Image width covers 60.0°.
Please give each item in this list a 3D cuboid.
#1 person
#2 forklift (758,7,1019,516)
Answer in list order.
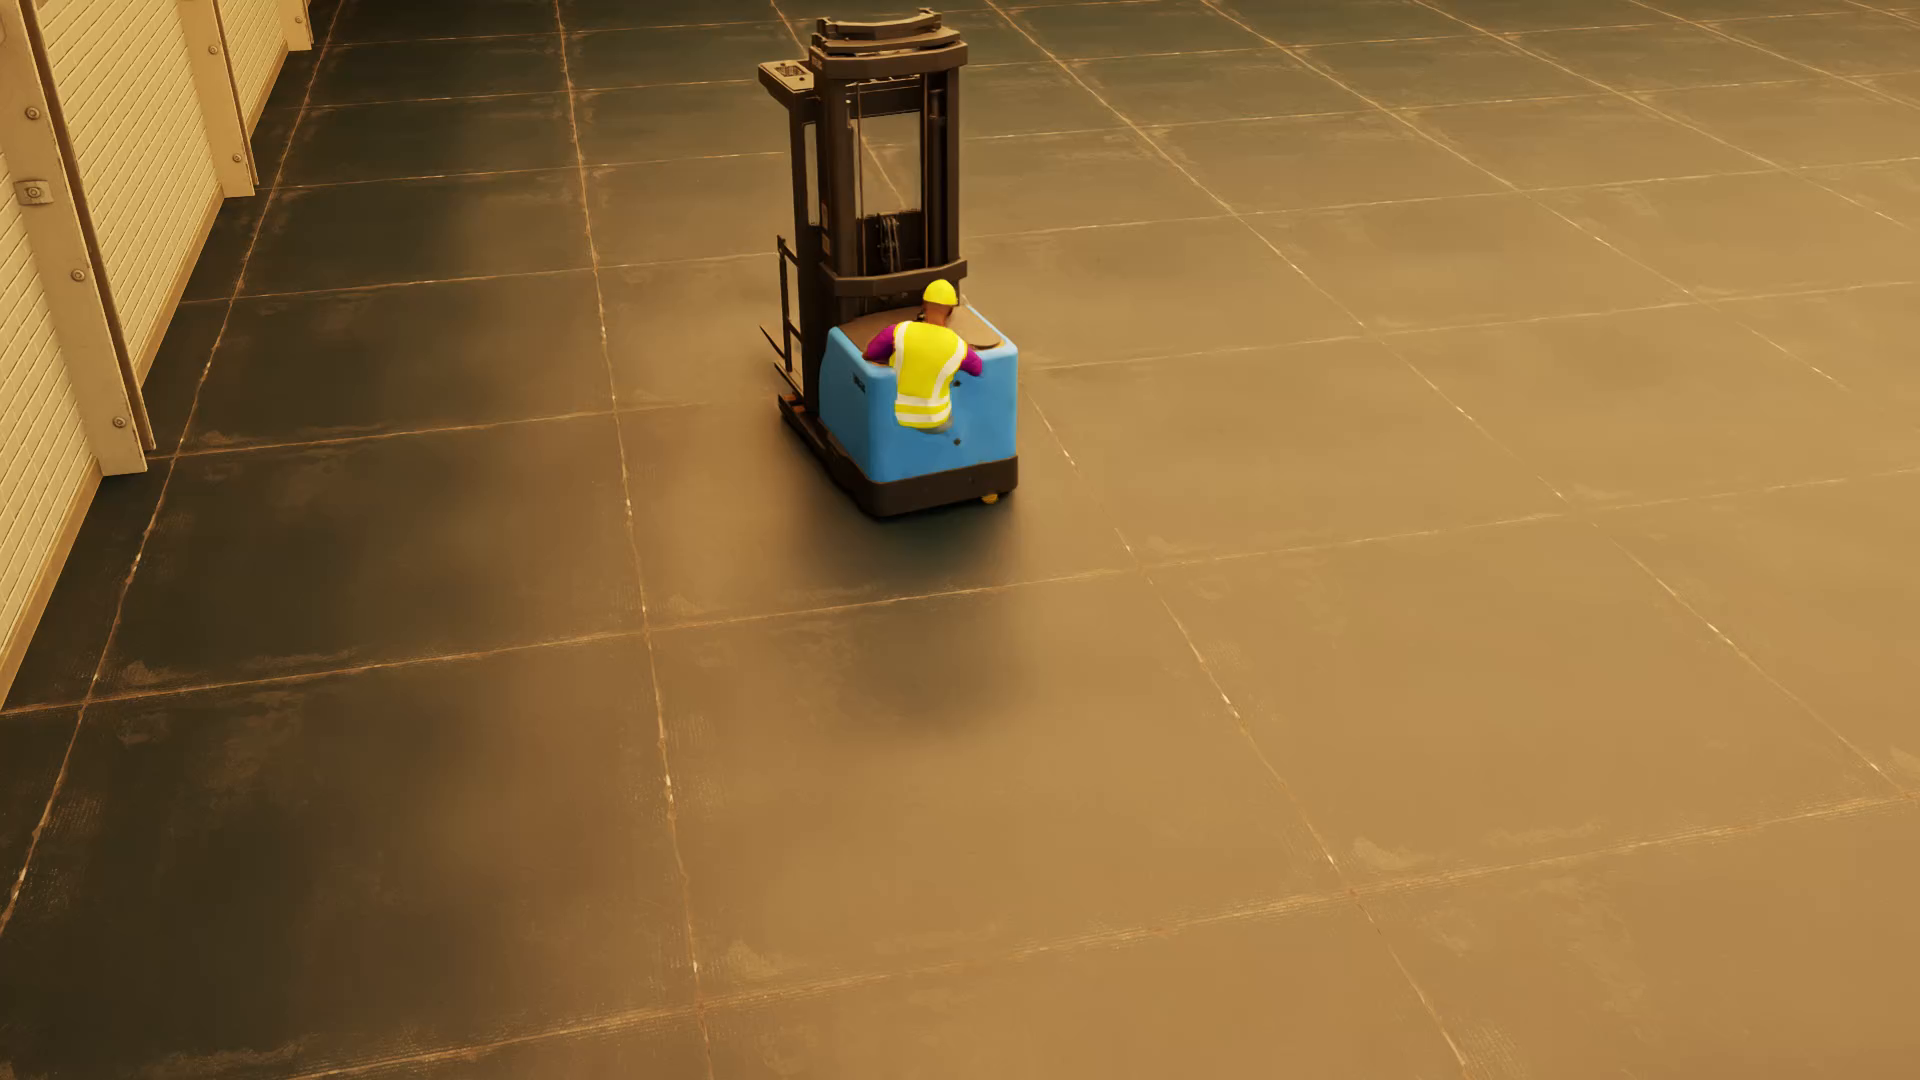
[{"bbox_3d":[-0.185,-0.966,10.597,0.885,1.592,0.786,4,30,6],"label":"person"},{"bbox_3d":[-0.662,-2.141,11.272,1.130,2.935,3.031,-12,32,-20],"label":"forklift"}]
